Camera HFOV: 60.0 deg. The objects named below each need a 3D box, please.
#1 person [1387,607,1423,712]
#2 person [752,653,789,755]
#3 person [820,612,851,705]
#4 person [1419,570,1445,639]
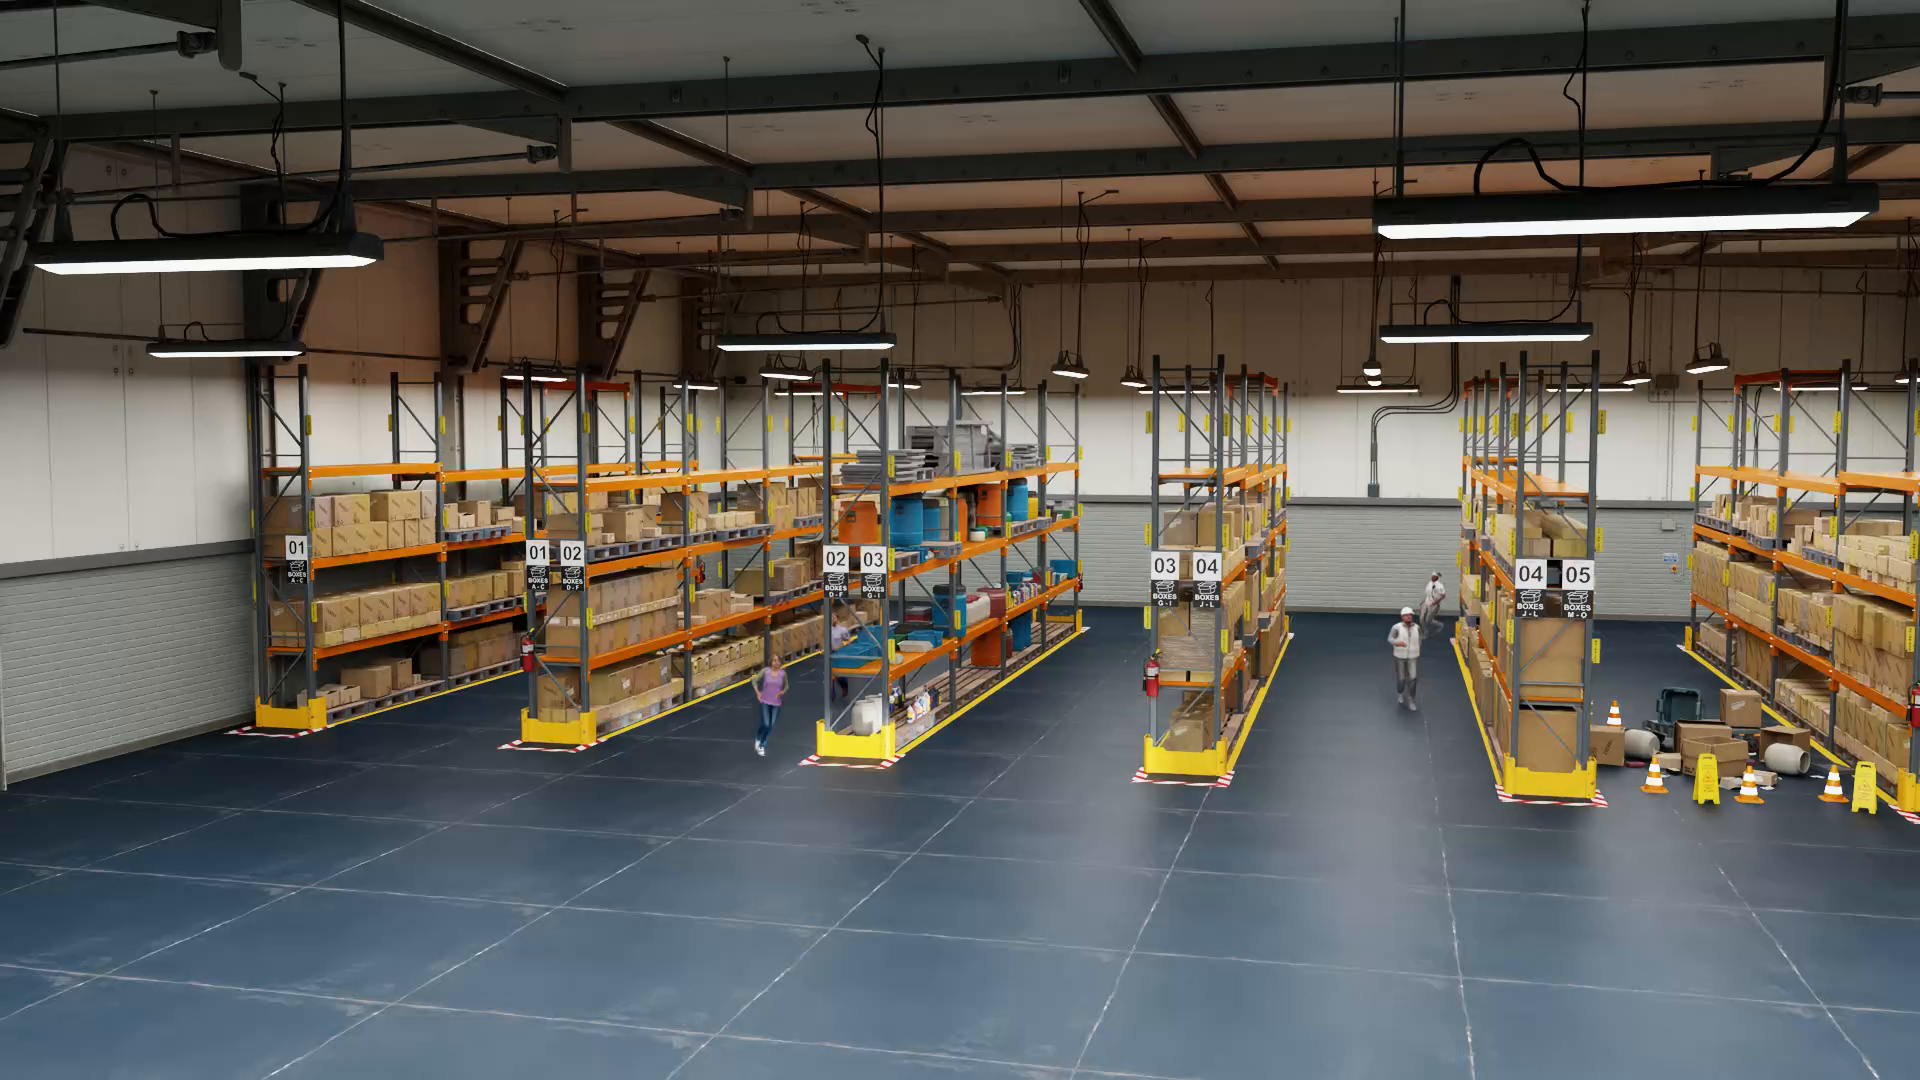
[{"bbox_3d":[7.889,2.090,29.459,0.642,1.822,0.808,0,4,7],"label":"person"},{"bbox_3d":[-2.850,2.486,25.190,0.529,1.550,0.532,-2,4,-21],"label":"person"},{"bbox_3d":[-2.266,2.123,30.047,0.613,1.640,0.705,1,4,13],"label":"person"},{"bbox_3d":[11.105,1.525,38.947,0.572,1.666,0.615,-2,4,-24],"label":"person"}]
